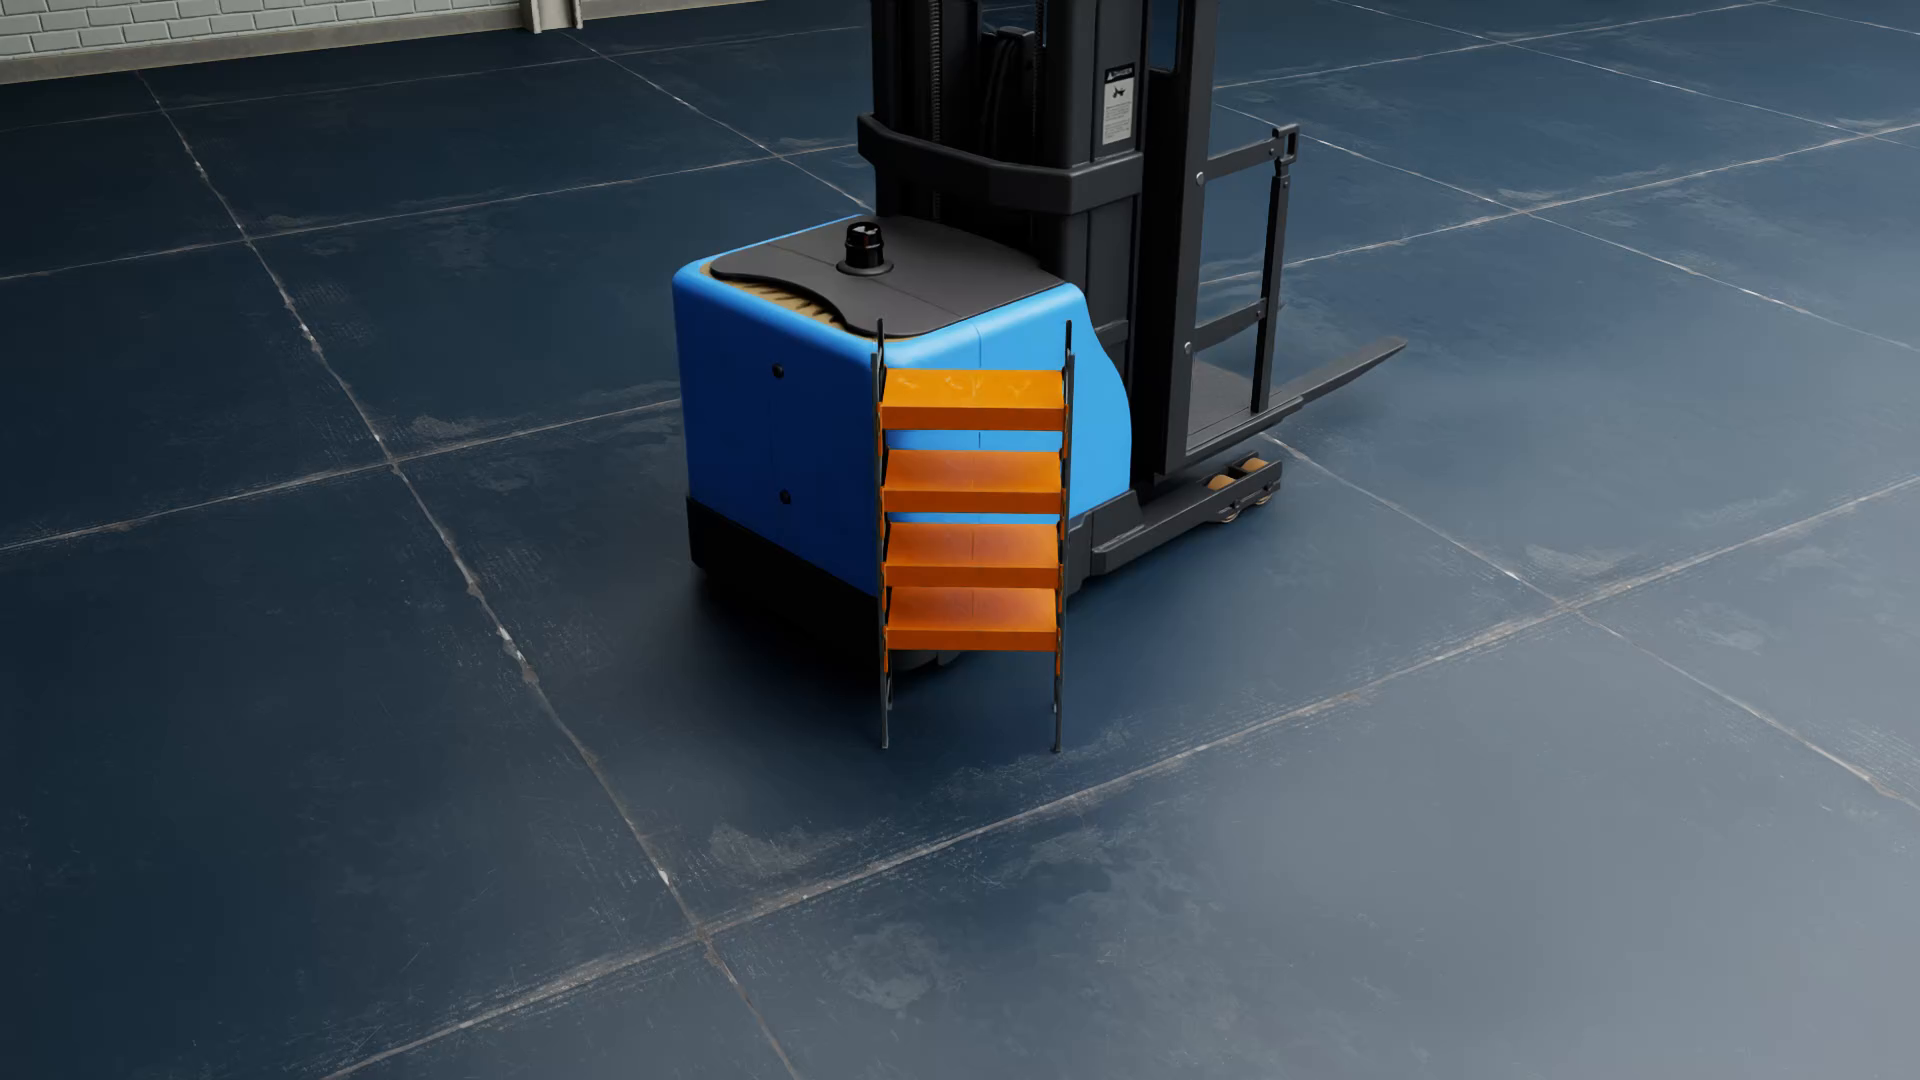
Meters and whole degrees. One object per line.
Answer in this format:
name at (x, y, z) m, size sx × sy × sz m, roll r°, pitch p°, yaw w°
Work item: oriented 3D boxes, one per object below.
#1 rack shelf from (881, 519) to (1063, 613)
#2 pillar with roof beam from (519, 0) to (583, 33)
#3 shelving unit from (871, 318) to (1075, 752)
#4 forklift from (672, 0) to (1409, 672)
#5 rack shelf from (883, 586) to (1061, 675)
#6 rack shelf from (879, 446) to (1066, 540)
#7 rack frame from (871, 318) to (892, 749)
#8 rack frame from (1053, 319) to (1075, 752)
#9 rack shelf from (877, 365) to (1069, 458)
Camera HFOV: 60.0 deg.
rack shelf at (0.035, 0.068, 4.524) m, size 0.480 × 0.148 × 0.258 m, roll 1°, pitch 29°, yaw 1°
pillar with roof beam at (-1.013, -6.168, 7.613) m, size 0.400 × 9.000 × 9.100 m, roll -16°, pitch 33°, yaw -26°
shelving unit at (0.035, 0.009, 4.491) m, size 0.503 × 1.200 × 0.258 m, roll 1°, pitch 29°, yaw 1°
forklift at (0.514, -1.503, 5.440) m, size 3.031 × 2.935 × 1.130 m, roll -25°, pitch 38°, yaw -38°
rack shelf at (0.035, 0.242, 4.620) m, size 0.480 × 0.148 × 0.258 m, roll 1°, pitch 29°, yaw 1°
rack shelf at (0.035, -0.128, 4.416) m, size 0.480 × 0.148 × 0.258 m, roll 1°, pitch 29°, yaw 1°
rack frame at (-0.209, 0.006, 4.497) m, size 0.015 × 1.200 × 0.240 m, roll 1°, pitch 29°, yaw 1°
rack frame at (0.279, 0.012, 4.486) m, size 0.015 × 1.200 × 0.240 m, roll 1°, pitch 29°, yaw 1°
rack shelf at (0.035, -0.335, 4.301) m, size 0.480 × 0.148 × 0.258 m, roll 1°, pitch 29°, yaw 1°
